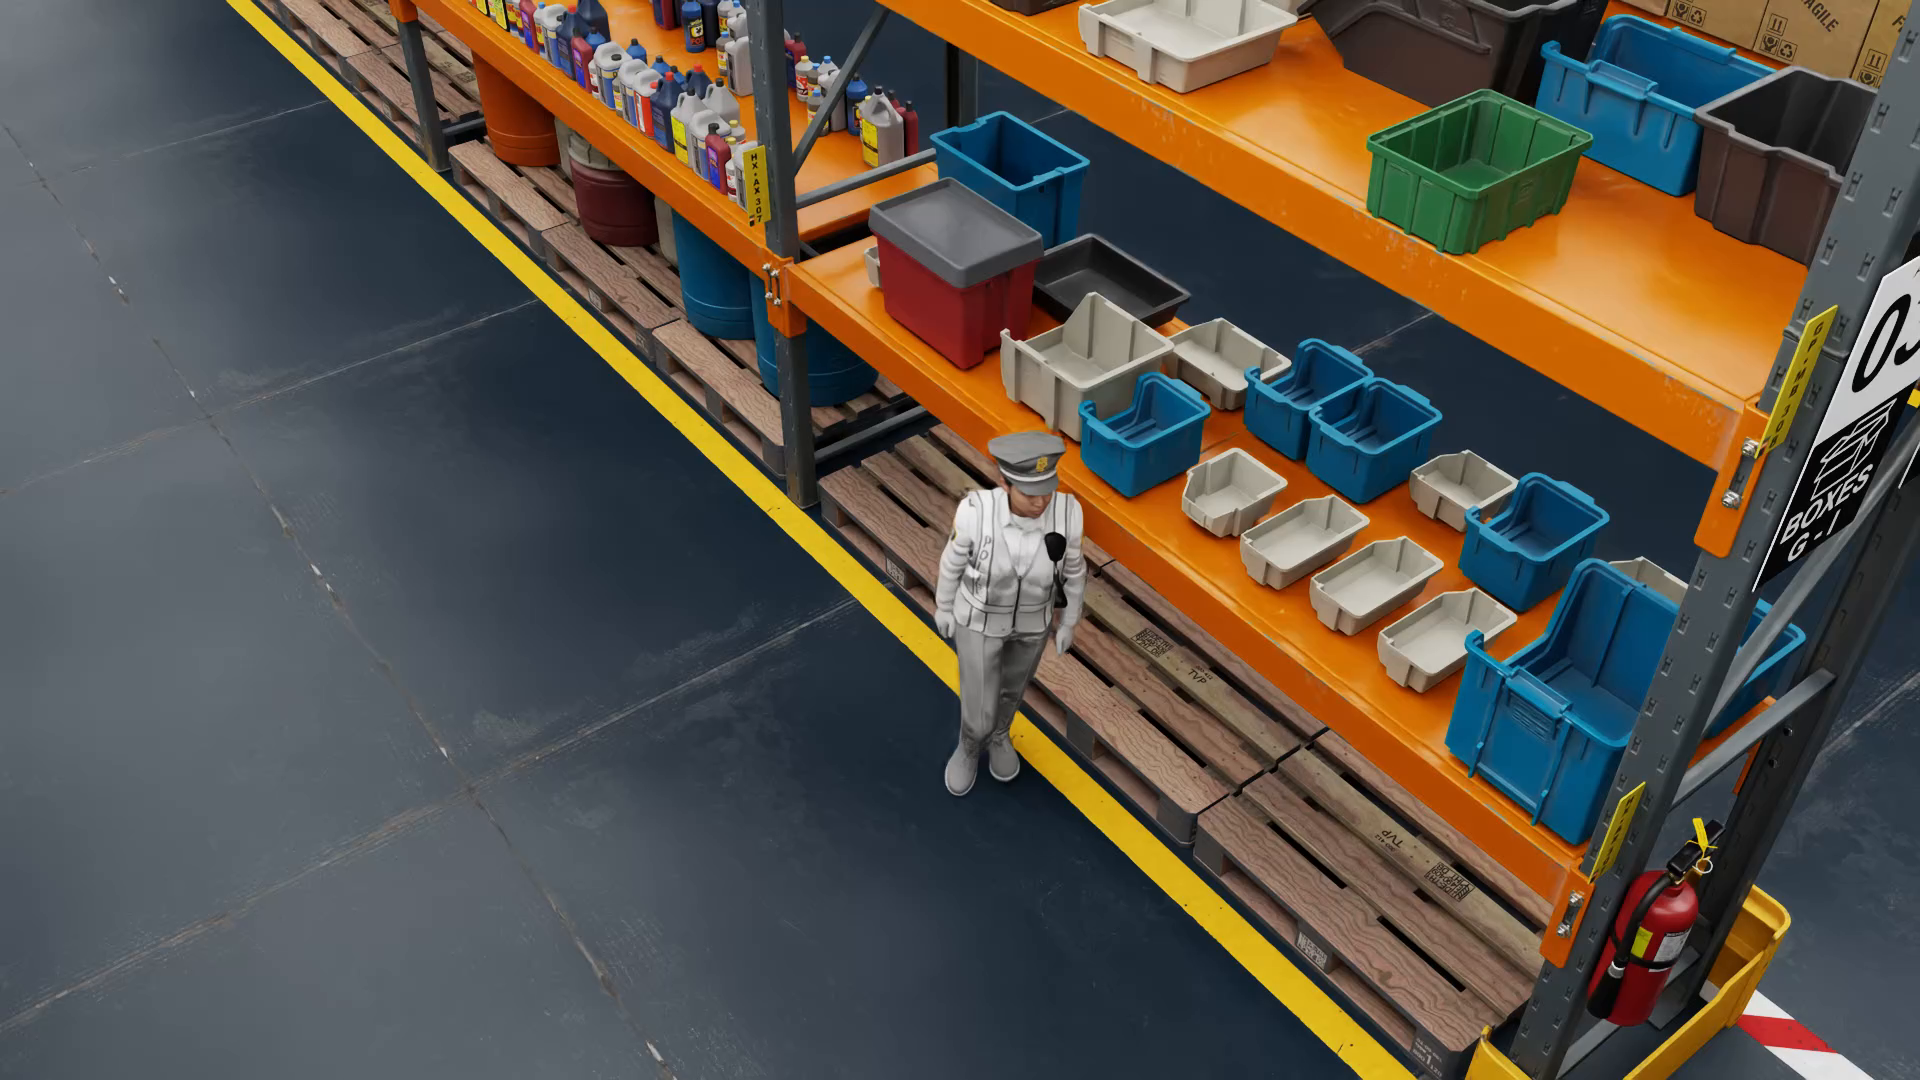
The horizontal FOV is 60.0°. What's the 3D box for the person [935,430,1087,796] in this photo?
[{"bbox_3d":[0.181,0.266,5.807,0.509,1.662,0.483,-8,41,-9],"label":"person"}]
